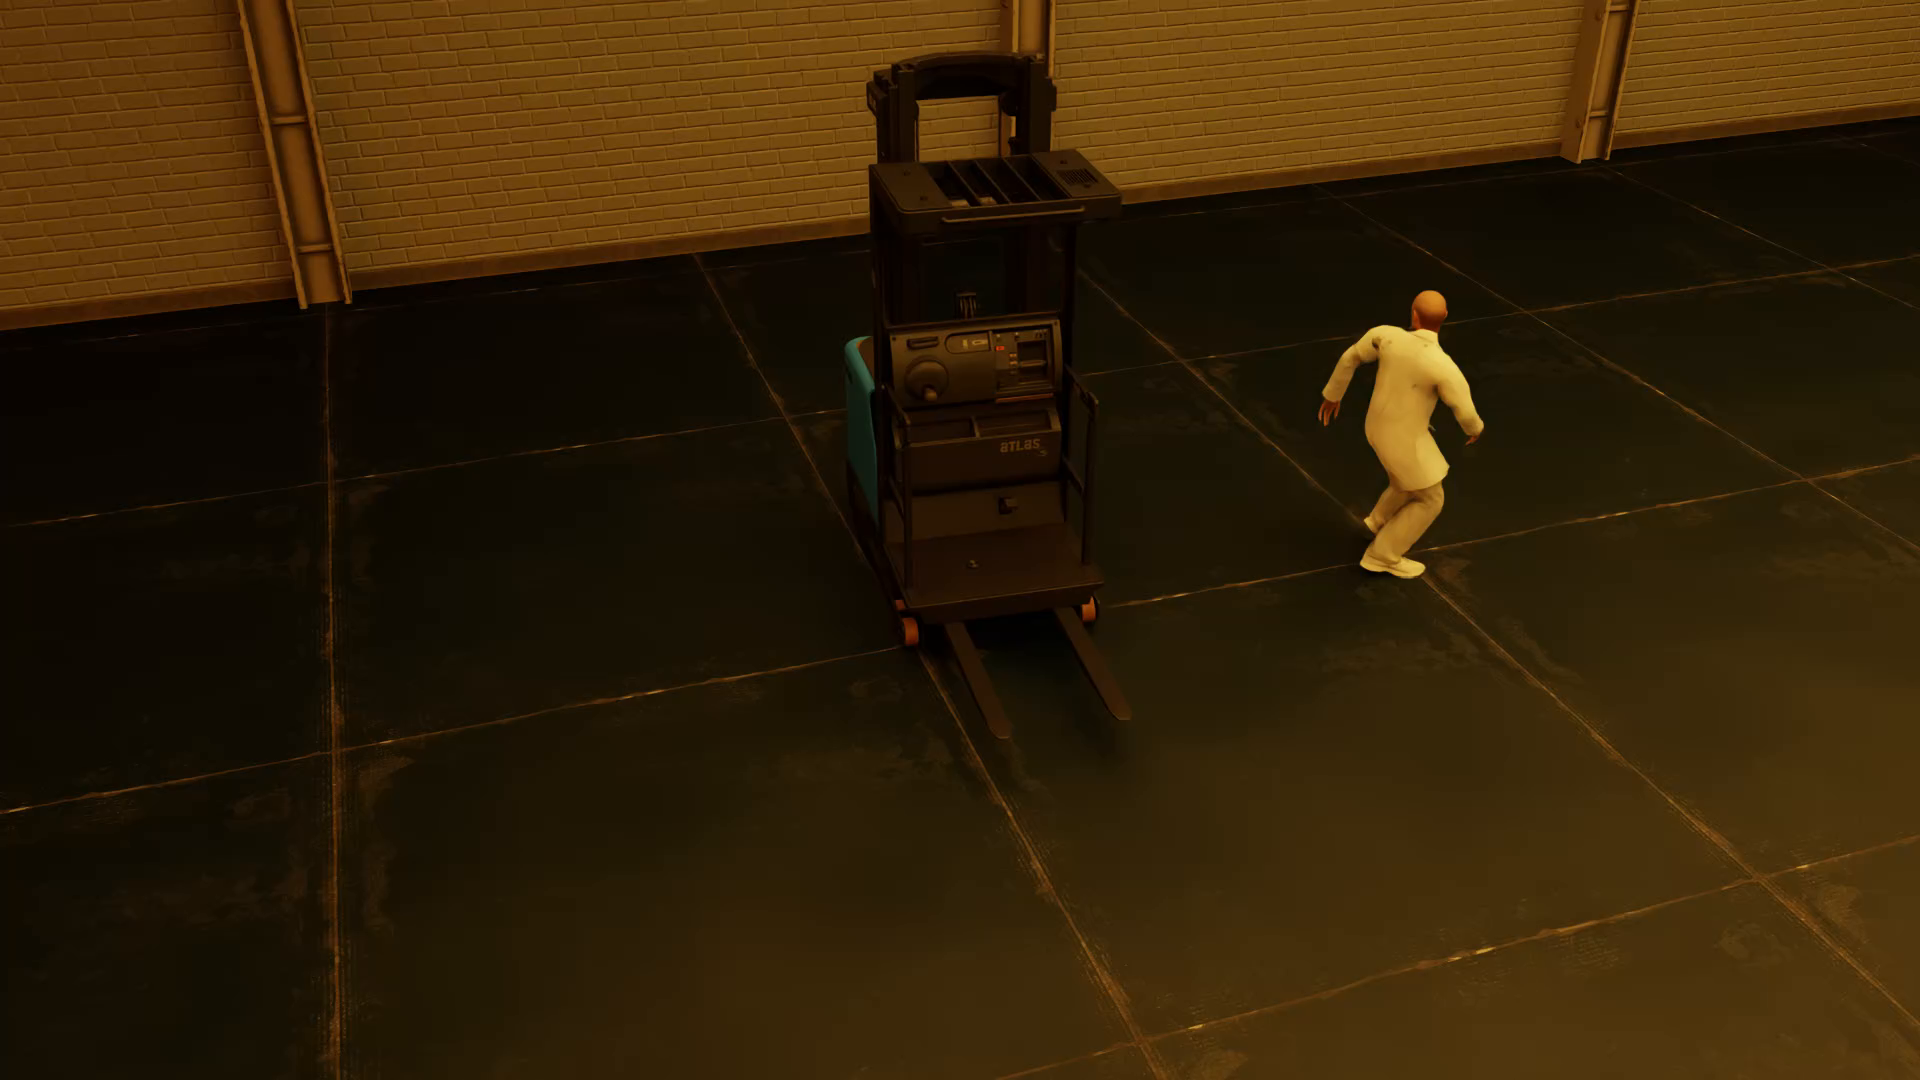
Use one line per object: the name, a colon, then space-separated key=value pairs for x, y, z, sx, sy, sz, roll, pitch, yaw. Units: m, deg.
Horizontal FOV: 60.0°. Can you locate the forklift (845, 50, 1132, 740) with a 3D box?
forklift: x=0.143 y=-0.901 z=8.652 sx=1.130 sy=2.935 sz=3.031 roll=-7 pitch=31 yaw=-12

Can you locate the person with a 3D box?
person: x=2.520 y=-0.597 z=9.393 sx=0.757 sy=1.730 sz=0.773 roll=-9 pitch=31 yaw=-16
